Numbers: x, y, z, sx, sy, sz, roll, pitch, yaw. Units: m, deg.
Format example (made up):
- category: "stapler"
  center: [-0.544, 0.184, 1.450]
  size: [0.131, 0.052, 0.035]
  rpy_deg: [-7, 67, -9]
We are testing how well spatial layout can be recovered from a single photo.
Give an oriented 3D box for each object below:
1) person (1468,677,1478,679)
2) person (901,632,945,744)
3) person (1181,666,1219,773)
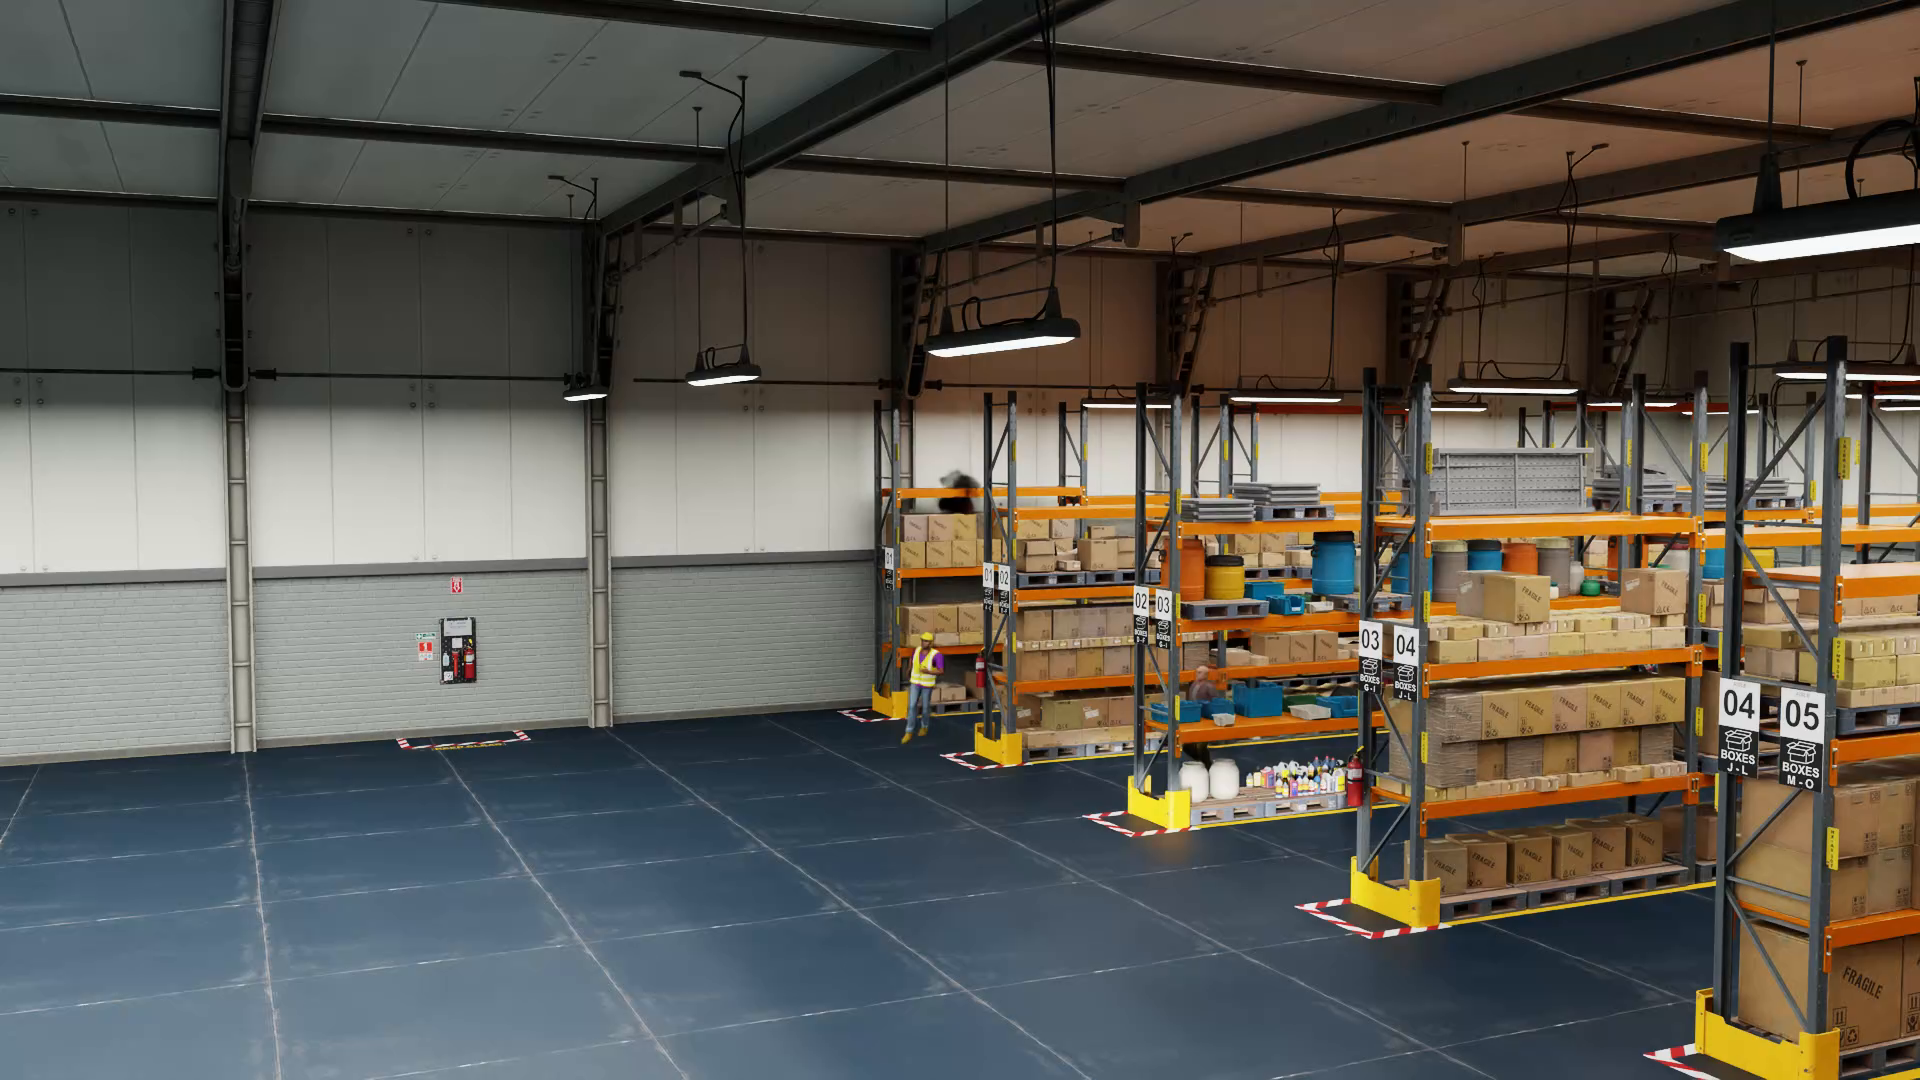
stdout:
- category: "person"
  center: [8.260, 2.714, 26.923]
  size: [0.777, 1.826, 0.685]
  rpy_deg: [-1, 4, -24]
- category: "person"
  center: [-0.561, 2.422, 27.484]
  size: [0.702, 1.822, 0.787]
  rpy_deg: [1, 4, 19]
- category: "person"
  center: [3.644, 2.797, 25.554]
  size: [0.653, 1.734, 0.704]
  rpy_deg: [-3, 4, -38]
